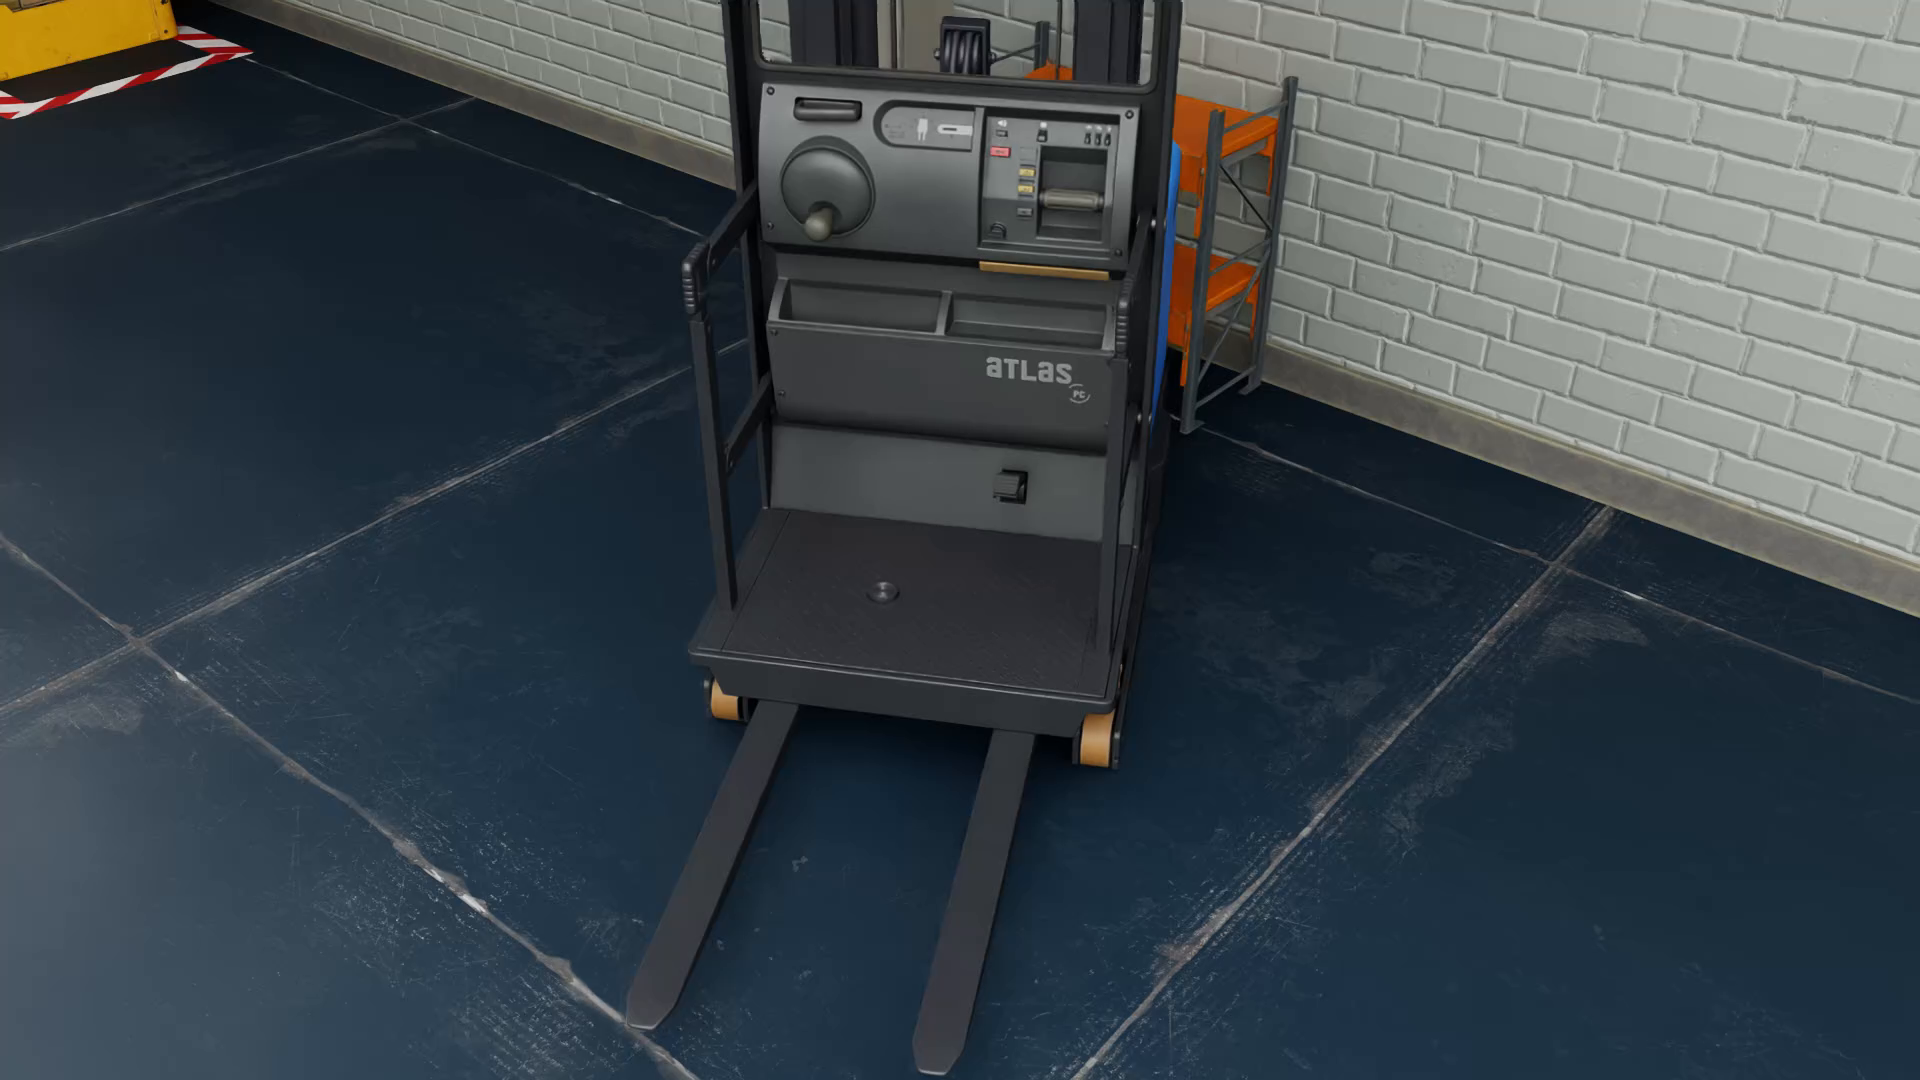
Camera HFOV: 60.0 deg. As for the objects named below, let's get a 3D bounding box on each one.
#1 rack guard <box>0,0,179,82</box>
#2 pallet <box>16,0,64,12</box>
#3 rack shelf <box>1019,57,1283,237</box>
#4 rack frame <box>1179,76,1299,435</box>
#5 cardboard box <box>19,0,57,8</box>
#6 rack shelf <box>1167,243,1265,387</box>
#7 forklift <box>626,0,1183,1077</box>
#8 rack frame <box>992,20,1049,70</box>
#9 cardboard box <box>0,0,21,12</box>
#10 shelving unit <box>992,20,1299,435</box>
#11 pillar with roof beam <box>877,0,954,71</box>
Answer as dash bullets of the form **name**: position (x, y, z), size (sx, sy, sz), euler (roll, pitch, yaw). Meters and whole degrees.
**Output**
- **rack guard**: position (-4.903, -2.873, 8.992), size (0.348, 0.500, 1.175), euler (25, 42, 32)
- **pallet**: position (-5.536, -3.022, 9.463), size (1.213, 0.211, 1.003), euler (25, 42, 32)
- **rack shelf**: position (0.542, -1.367, 5.703), size (1.000, 0.278, 0.538), euler (24, 39, 32)
- **rack frame**: position (0.933, -0.944, 5.591), size (0.032, 1.125, 0.500), euler (24, 39, 32)
- **cardboard box**: position (-5.174, -3.215, 9.340), size (0.500, 0.250, 0.500), euler (25, 42, 32)
- **rack shelf**: position (0.535, -0.913, 5.990), size (1.000, 0.278, 0.538), euler (24, 39, 32)
- **forklift**: position (-0.074, -0.836, 3.879), size (1.130, 2.935, 3.031), euler (6, 35, 9)
- **rack frame**: position (0.144, -1.296, 6.127), size (0.032, 1.125, 0.500), euler (24, 39, 32)
- **cardboard box**: position (-5.485, -2.985, 9.004), size (0.500, 0.250, 0.500), euler (26, 42, 32)
- **shelving unit**: position (0.538, -1.120, 5.859), size (1.048, 1.125, 0.538), euler (24, 39, 32)
- **pillar with roof beam**: position (-3.023, -2.983, 1.645), size (0.400, 9.000, 9.100), euler (25, 42, 32)
